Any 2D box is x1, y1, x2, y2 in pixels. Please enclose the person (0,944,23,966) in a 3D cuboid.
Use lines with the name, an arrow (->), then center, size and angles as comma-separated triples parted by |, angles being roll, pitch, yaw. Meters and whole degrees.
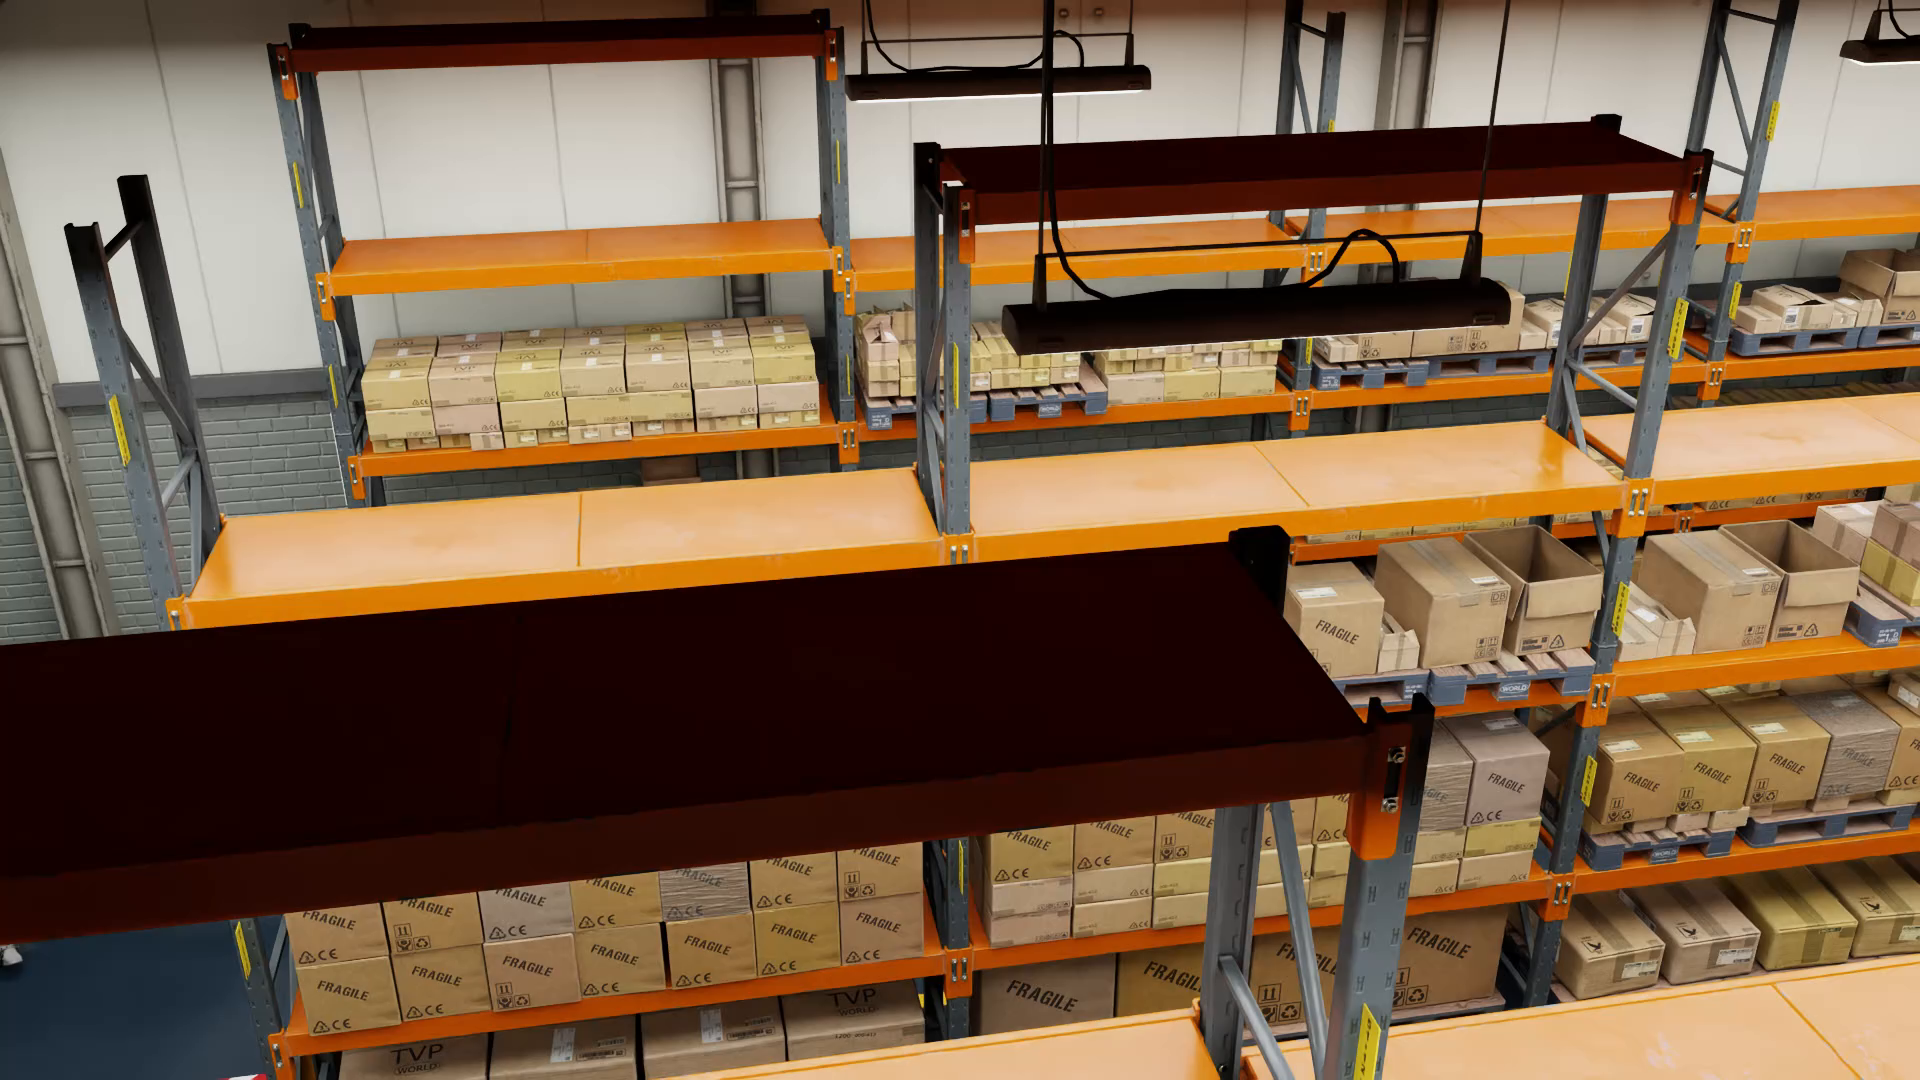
person -> -7.059, 2.175, 11.846 | 0.516, 1.695, 1.109 | -18, 31, -32
